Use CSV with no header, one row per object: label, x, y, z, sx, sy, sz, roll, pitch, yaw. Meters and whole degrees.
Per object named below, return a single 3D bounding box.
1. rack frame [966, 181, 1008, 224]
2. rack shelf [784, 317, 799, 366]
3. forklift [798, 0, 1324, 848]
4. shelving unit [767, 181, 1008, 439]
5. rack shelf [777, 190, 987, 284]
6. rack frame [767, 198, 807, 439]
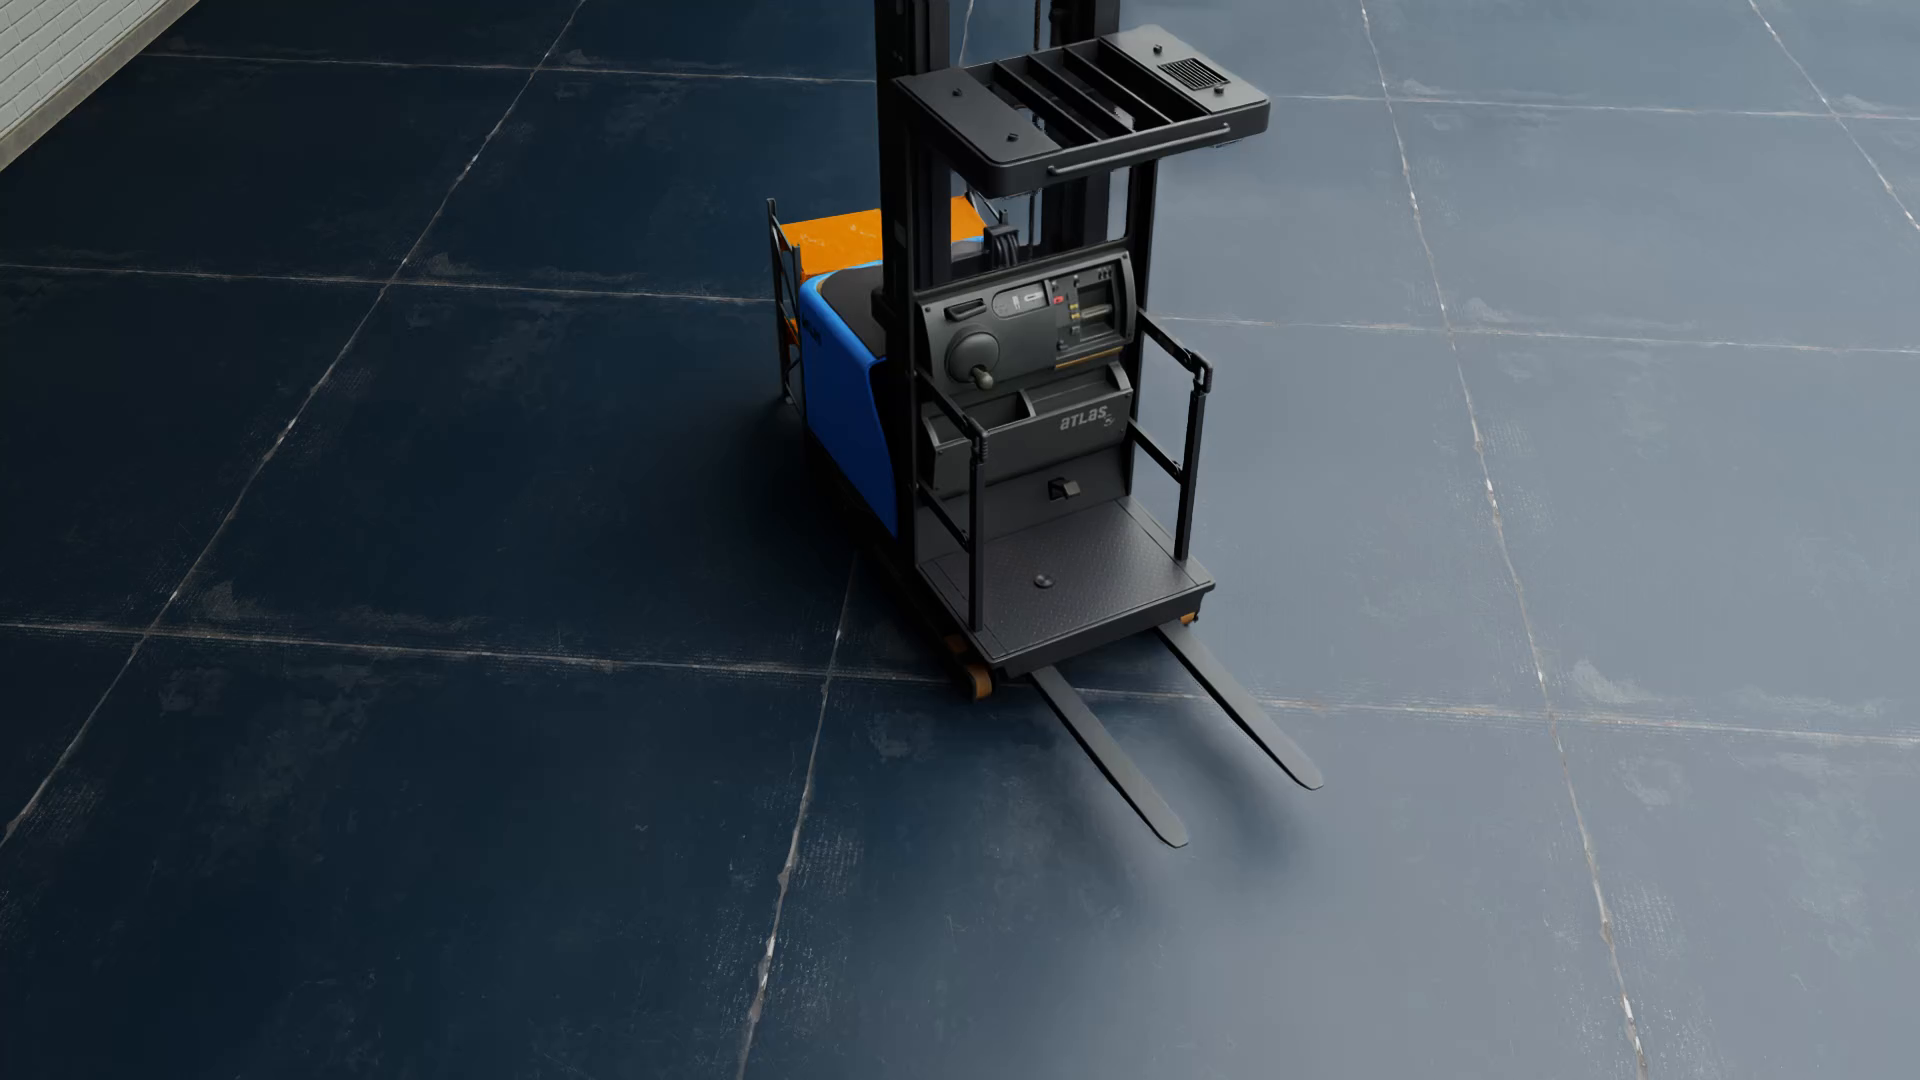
rack frame,0.129,-1.269,8.418,0.032,1.125,0.500,-13,41,-15
rack shelf,-0.350,-0.972,8.441,1.000,0.278,0.538,-13,41,-15
forklift,0.380,-0.792,6.402,1.130,2.935,3.031,-18,43,-21
shelving unit,-0.350,-1.162,8.286,1.048,1.125,0.538,-13,41,-15
rack shelf,-0.350,-1.389,8.101,1.000,0.278,0.538,-13,41,-15
rack frame,-0.829,-1.054,8.154,0.032,1.125,0.500,-13,41,-15
